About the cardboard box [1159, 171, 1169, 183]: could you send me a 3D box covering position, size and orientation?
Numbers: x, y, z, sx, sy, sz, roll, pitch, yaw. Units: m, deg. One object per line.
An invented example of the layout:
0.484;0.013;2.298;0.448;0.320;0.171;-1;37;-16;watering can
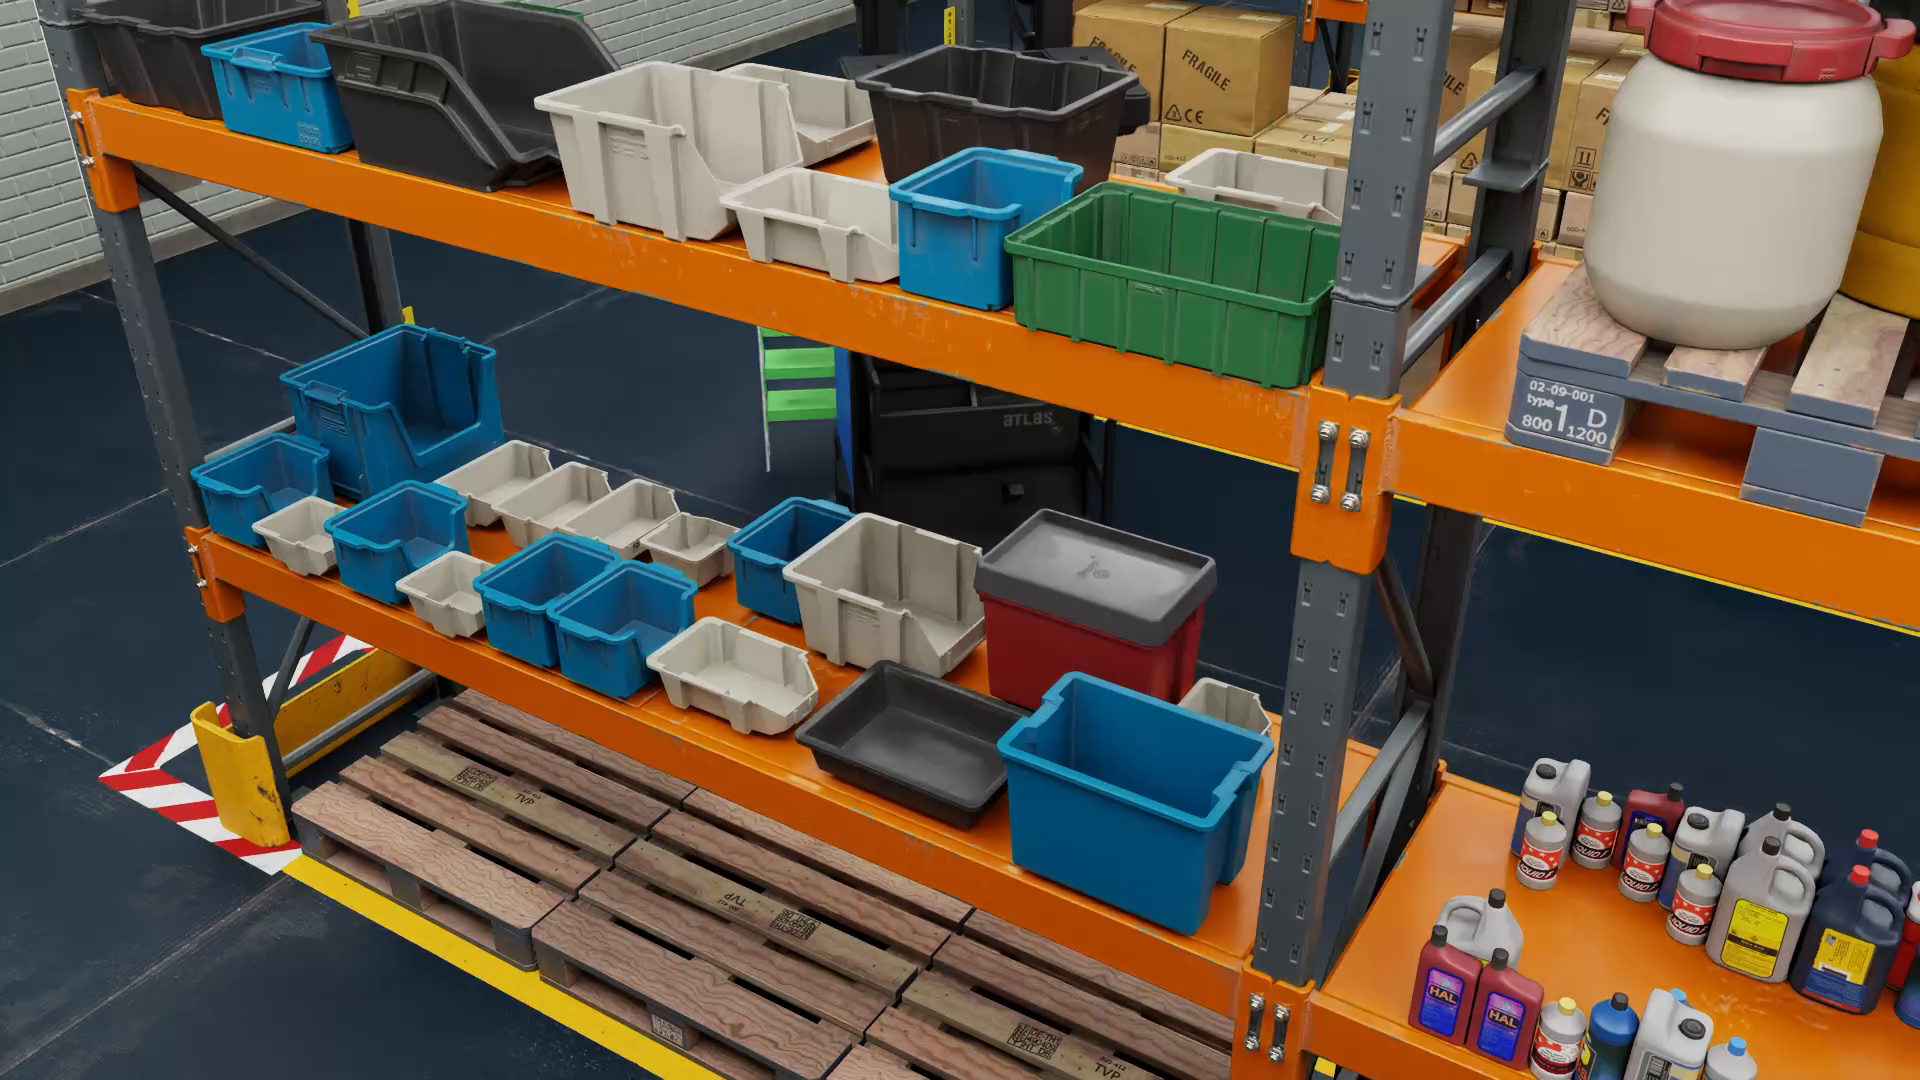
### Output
1.242;-1.911;8.798;0.250;0.149;0.380;17;34;26;cardboard box

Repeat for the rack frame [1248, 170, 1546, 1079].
1.000;0.656;4.149;0.127;3.000;1.000;18;35;27;rack frame

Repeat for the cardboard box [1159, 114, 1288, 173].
1.376;-2.077;8.687;0.500;0.250;0.500;16;34;26;cardboard box

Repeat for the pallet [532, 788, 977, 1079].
-0.681;1.353;5.721;1.213;0.211;1.003;18;35;27;pallet

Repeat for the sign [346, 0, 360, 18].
-2.109;-1.905;5.667;0.005;0.325;0.100;18;35;27;sign

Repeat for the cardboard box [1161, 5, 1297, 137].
1.374;-2.403;8.503;0.500;0.500;0.500;17;34;26;cardboard box

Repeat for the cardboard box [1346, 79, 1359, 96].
3.231;-3.541;13.165;0.250;0.149;0.380;16;34;25;cardboard box

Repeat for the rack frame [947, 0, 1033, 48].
0.245;-2.530;9.610;0.127;3.000;1.000;18;35;27;rack frame

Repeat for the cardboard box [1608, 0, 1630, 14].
4.936;-4.002;11.739;0.500;0.500;0.500;17;34;27;cardboard box

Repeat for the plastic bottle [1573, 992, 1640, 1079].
1.387;1.076;3.556;0.097;0.271;0.097;0;30;0;plastic bottle

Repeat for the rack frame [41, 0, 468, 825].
-2.388;-0.416;5.986;0.127;3.000;1.000;18;35;27;rack frame

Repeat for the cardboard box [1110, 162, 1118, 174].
0.805;-2.049;9.035;0.250;0.149;0.380;17;34;26;cardboard box

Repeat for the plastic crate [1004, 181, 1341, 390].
0.480;-0.533;3.420;0.662;0.188;0.450;18;35;27;plastic crate

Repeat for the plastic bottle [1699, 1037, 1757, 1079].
1.583;1.139;3.449;0.097;0.271;0.097;0;30;0;plastic bottle

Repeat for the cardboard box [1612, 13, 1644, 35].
4.880;-3.766;11.979;0.250;0.149;0.380;17;34;27;cardboard box

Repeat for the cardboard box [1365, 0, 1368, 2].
3.305;-4.234;12.780;0.250;0.149;0.380;19;35;29;cardboard box

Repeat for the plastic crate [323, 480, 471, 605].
-1.796;0.013;5.357;0.300;0.233;0.416;18;35;27;plastic crate

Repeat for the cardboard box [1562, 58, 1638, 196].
3.102;-1.855;7.562;0.500;0.500;0.500;19;35;29;cardboard box

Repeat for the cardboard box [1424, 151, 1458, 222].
2.248;-1.802;8.217;0.500;0.250;0.500;18;35;28;cardboard box

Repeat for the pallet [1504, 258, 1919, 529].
1.716;-0.390;3.153;1.003;0.211;1.213;18;35;27;pallet

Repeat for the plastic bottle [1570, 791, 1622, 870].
1.618;0.728;4.222;0.097;0.201;0.097;0;30;0;plastic bottle

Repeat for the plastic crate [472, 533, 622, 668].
-1.239;0.190;5.054;0.300;0.233;0.416;18;35;27;plastic crate

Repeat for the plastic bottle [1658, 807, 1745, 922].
1.815;0.775;4.068;0.135;0.276;0.152;18;35;27;plastic bottle

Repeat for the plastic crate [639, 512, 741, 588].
-0.854;0.033;5.419;0.250;0.136;0.298;18;35;27;plastic crate

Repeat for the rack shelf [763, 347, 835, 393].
-0.791;-0.901;8.730;0.480;0.148;0.258;-3;30;-5;rack shelf

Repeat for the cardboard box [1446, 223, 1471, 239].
2.547;-1.498;8.091;0.250;0.149;0.380;18;35;28;cardboard box

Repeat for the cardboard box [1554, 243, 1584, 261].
2.982;-1.361;7.855;0.250;0.149;0.380;18;35;28;cardboard box

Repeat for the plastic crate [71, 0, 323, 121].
-2.210;-1.433;4.883;0.590;0.269;0.497;18;35;27;plastic crate

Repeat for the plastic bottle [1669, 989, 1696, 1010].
1.550;1.068;3.640;0.097;0.201;0.097;0;30;0;plastic bottle

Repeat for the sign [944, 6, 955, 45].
-0.055;-2.703;8.968;0.005;0.325;0.100;18;35;27;sign

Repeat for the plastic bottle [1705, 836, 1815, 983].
1.876;0.845;3.874;0.185;0.351;0.144;18;35;27;plastic bottle

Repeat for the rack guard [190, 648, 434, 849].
-2.415;0.663;6.618;0.348;0.500;1.175;18;35;27;rack guard

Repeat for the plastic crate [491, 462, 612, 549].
-1.363;-0.103;5.652;0.243;0.136;0.396;18;35;27;plastic crate

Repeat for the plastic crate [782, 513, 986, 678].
-0.196;0.193;5.000;0.530;0.282;0.437;18;35;27;plastic crate

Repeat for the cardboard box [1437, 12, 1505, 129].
2.507;-2.356;8.421;0.500;0.500;0.500;16;34;26;cardboard box

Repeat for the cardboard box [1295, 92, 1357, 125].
2.100;-2.167;8.841;0.500;0.250;0.500;18;35;27;cardboard box

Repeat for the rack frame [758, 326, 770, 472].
-1.034;-0.943;8.676;0.015;1.200;0.240;-3;30;-5;rack frame

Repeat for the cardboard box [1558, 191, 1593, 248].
3.119;-1.528;7.746;0.500;0.250;0.500;17;34;26;cardboard box

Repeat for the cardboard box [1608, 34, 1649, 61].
3.363;-2.083;7.954;0.500;0.500;0.500;18;35;27;cardboard box

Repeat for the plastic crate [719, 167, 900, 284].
-0.280;-0.704;3.766;0.466;0.136;0.293;18;35;27;plastic crate

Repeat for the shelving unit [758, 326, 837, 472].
-0.791;-0.956;8.698;0.503;1.200;0.258;-3;30;-5;shelving unit

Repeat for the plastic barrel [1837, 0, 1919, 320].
1.881;-0.745;2.970;0.600;0.588;0.600;0;30;0;plastic barrel

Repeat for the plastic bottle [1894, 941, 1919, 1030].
2.192;0.970;3.738;0.097;0.271;0.097;0;30;0;plastic bottle

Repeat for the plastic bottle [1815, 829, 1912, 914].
2.109;0.833;3.894;0.185;0.351;0.144;18;35;27;plastic bottle

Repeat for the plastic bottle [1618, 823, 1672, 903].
1.699;0.790;4.116;0.097;0.201;0.097;0;30;0;plastic bottle

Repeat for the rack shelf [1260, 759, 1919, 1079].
2.694;1.502;3.412;4.000;0.370;1.077;18;35;27;rack shelf

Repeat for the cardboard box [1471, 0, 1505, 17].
4.014;-4.045;12.456;0.250;0.149;0.380;17;34;27;cardboard box

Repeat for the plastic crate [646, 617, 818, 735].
-0.635;0.405;4.780;0.466;0.136;0.293;18;35;27;plastic crate

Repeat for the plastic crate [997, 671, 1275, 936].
0.423;0.657;4.103;0.575;0.384;0.392;18;35;27;plastic crate

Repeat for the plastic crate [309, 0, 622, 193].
-1.240;-1.158;4.343;0.767;0.338;0.504;18;35;27;plastic crate

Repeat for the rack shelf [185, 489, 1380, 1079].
-0.694;0.431;5.249;4.000;0.370;1.077;18;35;27;rack shelf

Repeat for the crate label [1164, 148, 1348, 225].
0.739;-0.781;3.896;0.466;0.136;0.293;18;35;27;crate label

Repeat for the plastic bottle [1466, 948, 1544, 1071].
1.197;1.022;3.637;0.133;0.283;0.061;18;35;27;plastic bottle

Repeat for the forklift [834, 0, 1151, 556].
0.101;-0.922;6.922;1.130;2.935;3.031;-5;31;-8;forklift

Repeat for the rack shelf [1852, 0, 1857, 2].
5.327;-1.907;6.280;4.000;0.370;1.077;18;35;27;rack shelf

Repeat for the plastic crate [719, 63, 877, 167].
-0.506;-1.150;4.529;0.530;0.136;0.437;18;35;27;plastic crate

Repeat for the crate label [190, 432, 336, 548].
-2.354;-0.163;5.659;0.303;0.233;0.416;18;35;27;crate label
